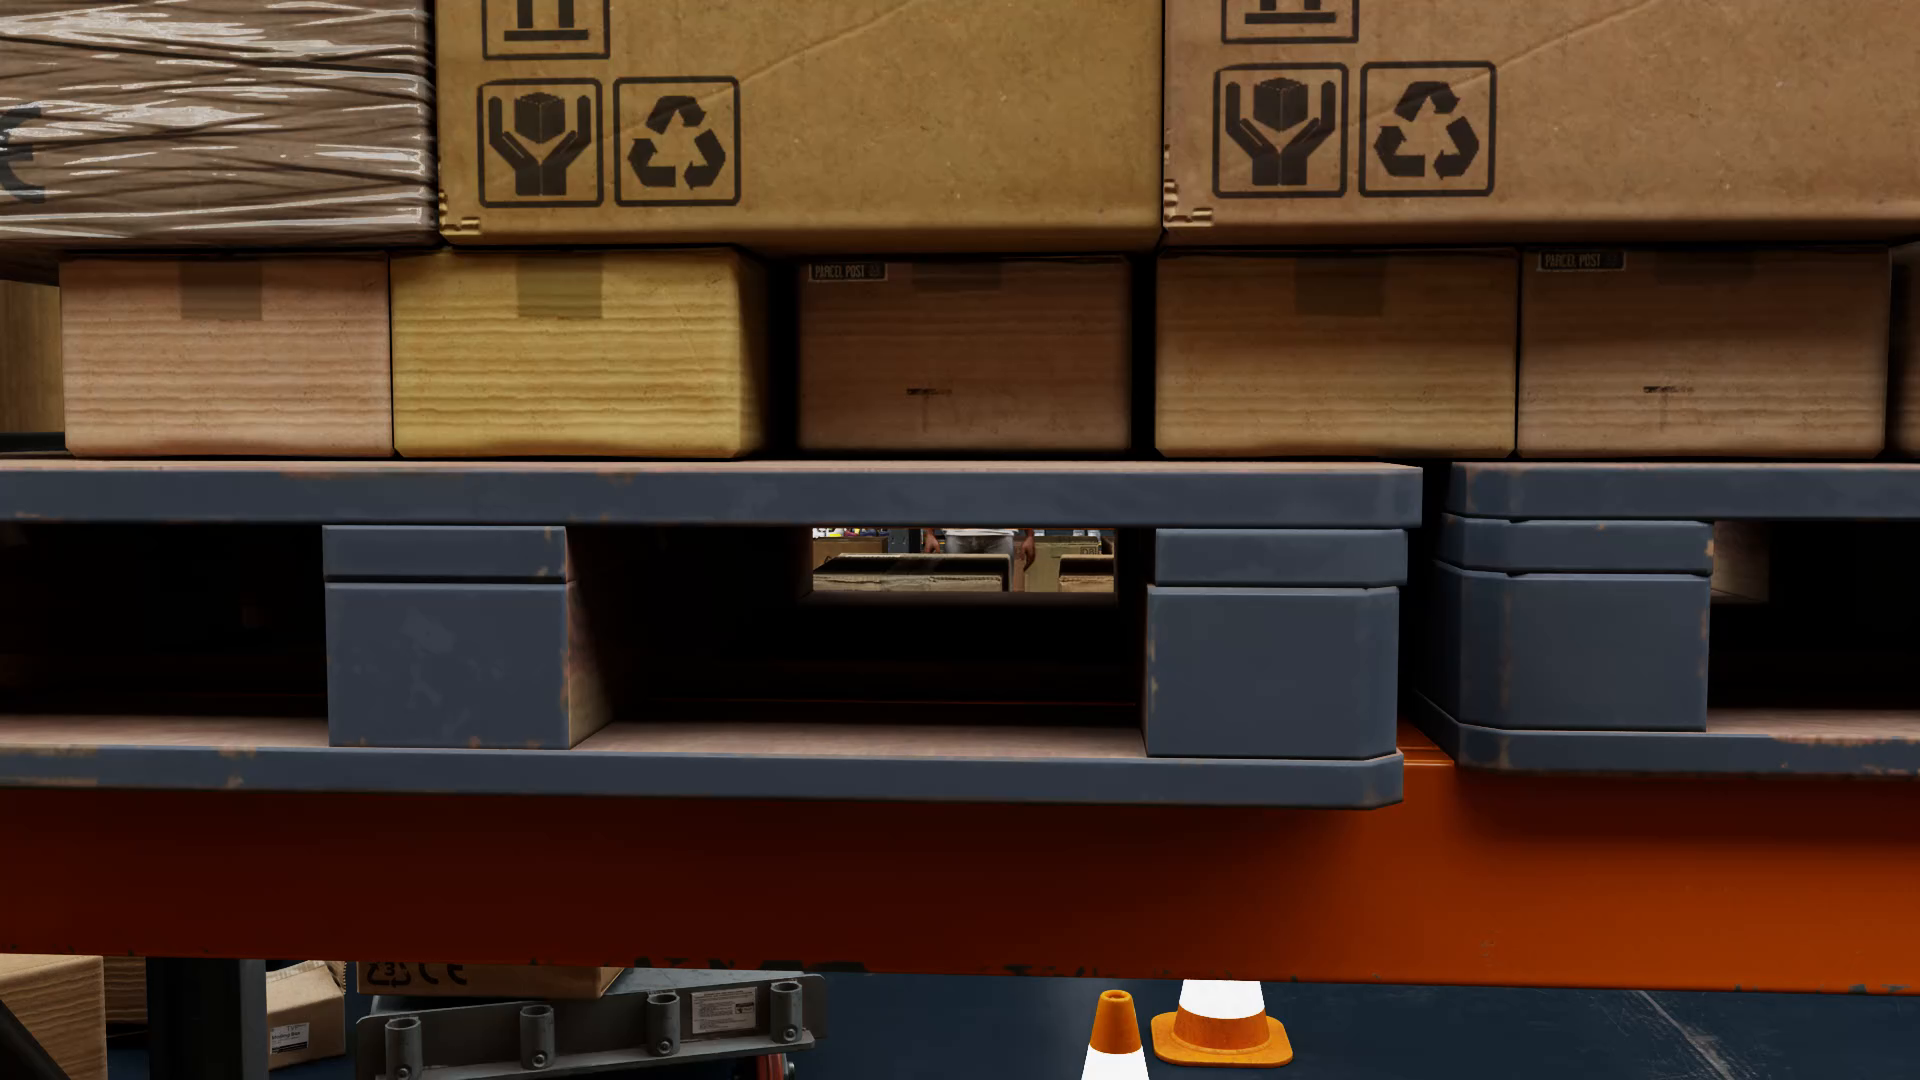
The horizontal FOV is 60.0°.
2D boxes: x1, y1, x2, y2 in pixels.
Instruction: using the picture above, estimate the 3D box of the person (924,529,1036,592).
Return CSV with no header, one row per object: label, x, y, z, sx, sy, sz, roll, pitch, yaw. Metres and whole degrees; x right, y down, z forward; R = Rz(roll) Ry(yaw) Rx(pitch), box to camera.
person,0.113,-0.005,9.326,0.632,1.759,0.462,0,4,0
